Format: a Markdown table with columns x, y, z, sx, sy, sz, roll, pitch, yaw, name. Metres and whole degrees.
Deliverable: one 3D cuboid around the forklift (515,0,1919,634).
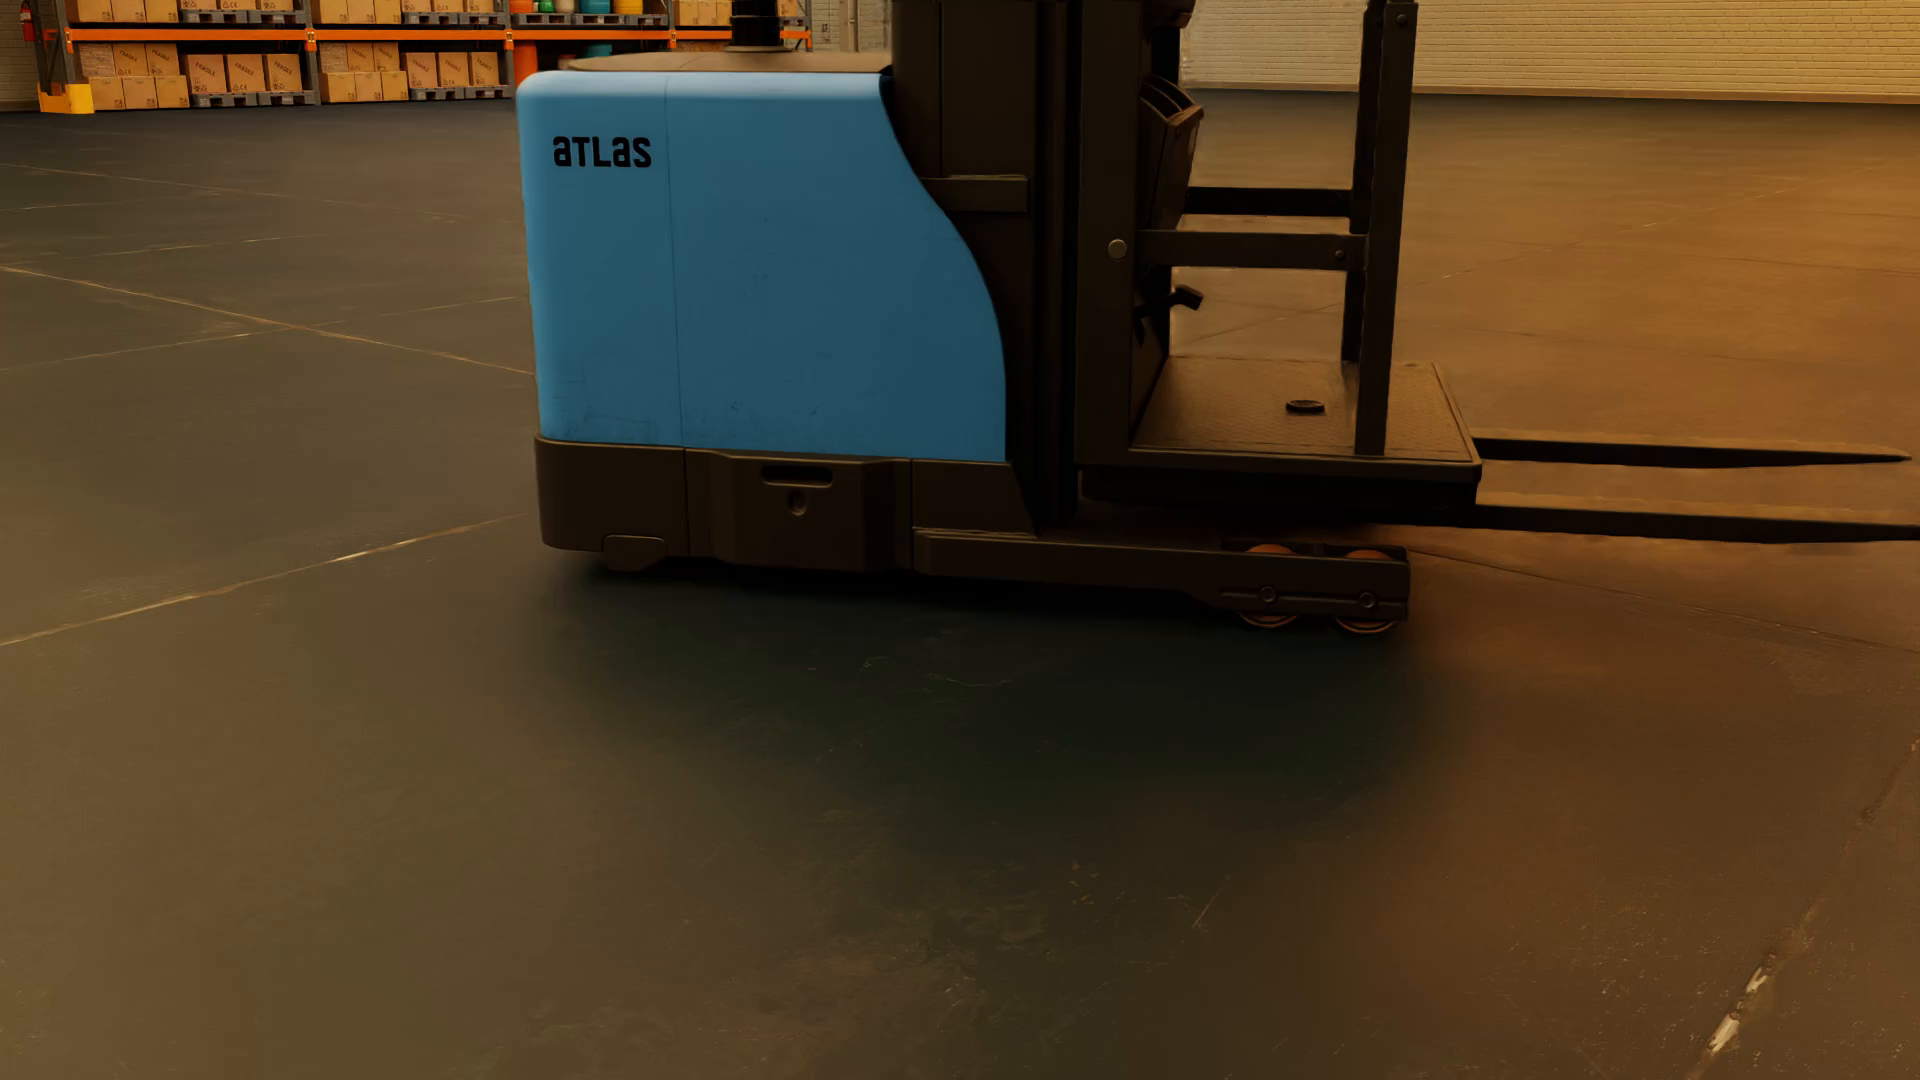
| x | y | z | sx | sy | sz | roll | pitch | yaw | name |
| --- | --- | --- | --- | --- | --- | --- | --- | --- | --- |
| 0.635 | -1.382 | 3.449 | 3.031 | 2.935 | 1.130 | 3 | 17 | 11 | forklift |
